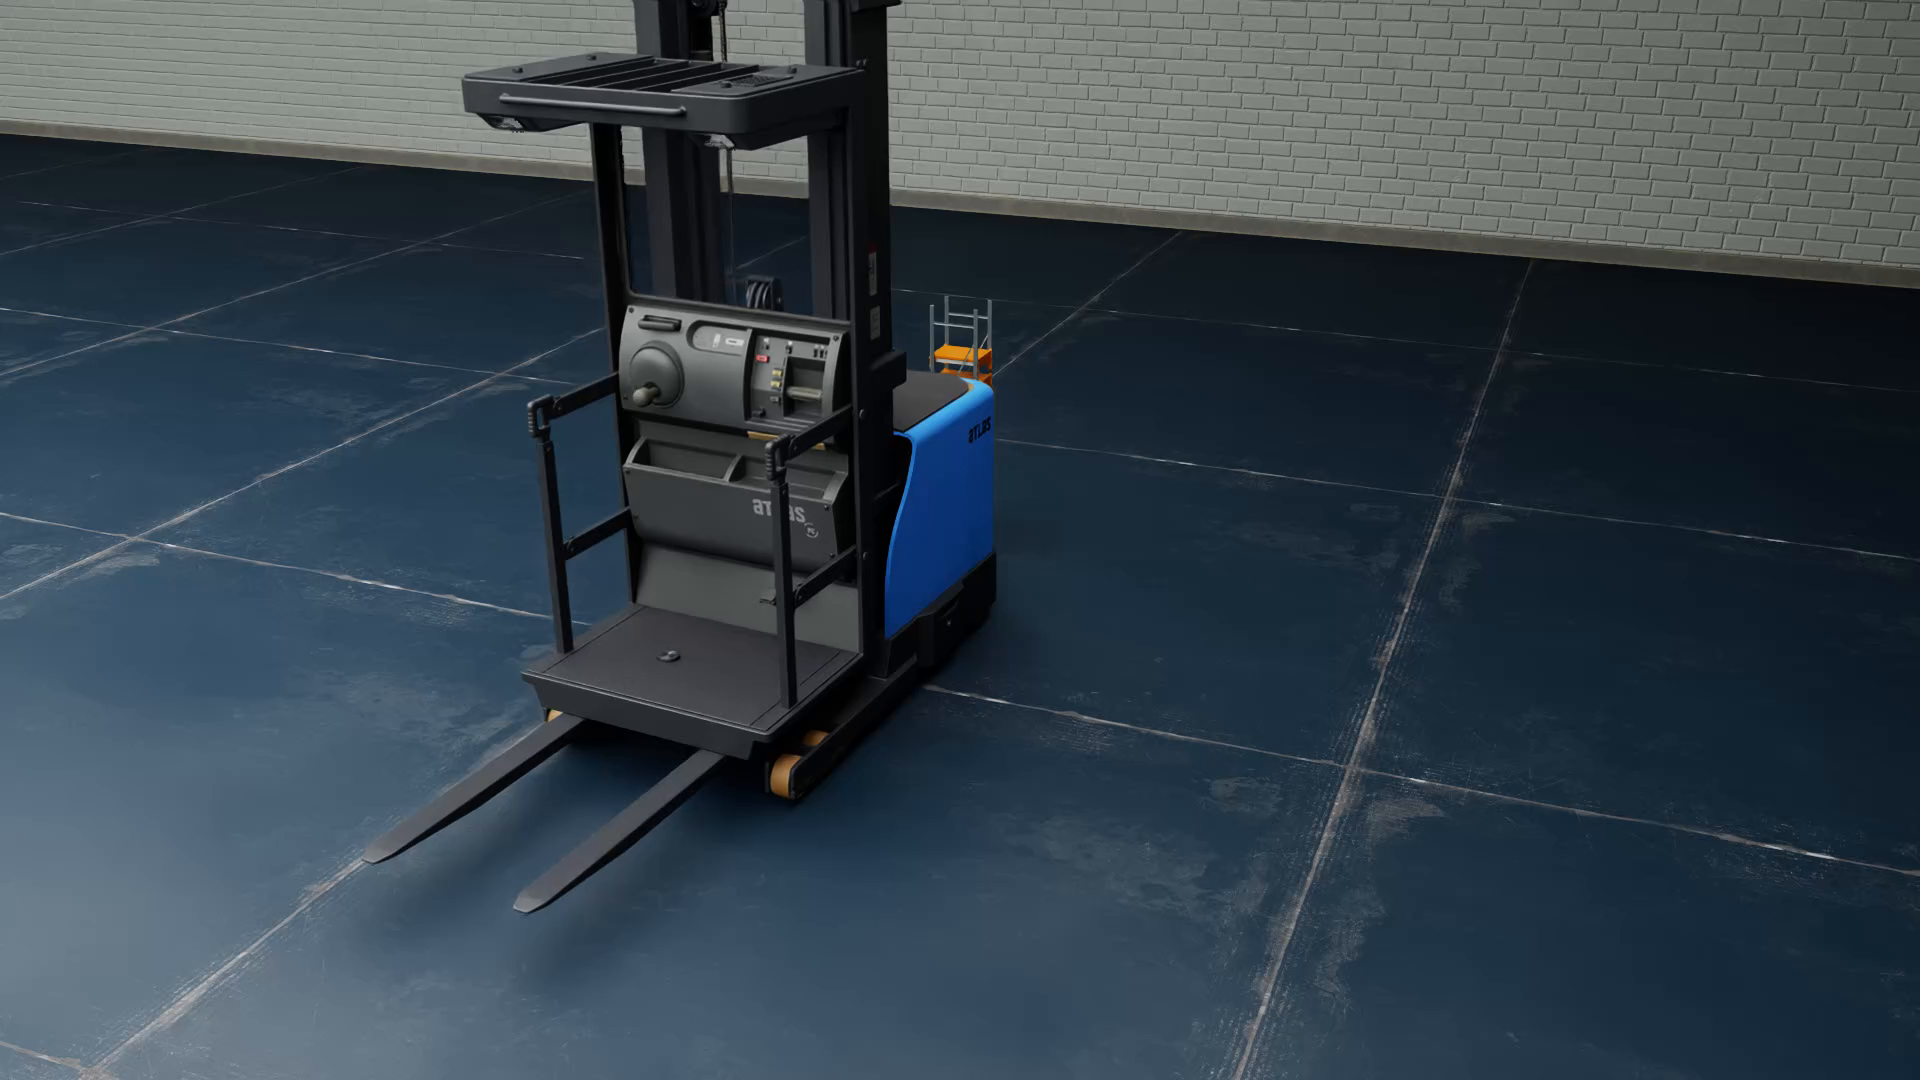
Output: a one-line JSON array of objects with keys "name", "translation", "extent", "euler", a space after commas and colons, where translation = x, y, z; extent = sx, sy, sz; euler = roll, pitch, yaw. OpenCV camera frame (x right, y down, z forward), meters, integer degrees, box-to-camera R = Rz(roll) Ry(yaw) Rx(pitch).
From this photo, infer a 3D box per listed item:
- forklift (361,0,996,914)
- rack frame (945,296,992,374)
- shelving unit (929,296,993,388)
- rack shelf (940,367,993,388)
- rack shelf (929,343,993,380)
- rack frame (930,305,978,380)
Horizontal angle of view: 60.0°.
[{"name": "forklift", "translation": [-0.937, -0.608, 5.902], "extent": [1.130, 2.935, 3.031], "euler": [11, 25, 24]}, {"name": "rack frame", "translation": [0.039, -0.592, 8.110], "extent": [0.240, 1.200, 0.006], "euler": [9, 24, 20]}, {"name": "shelving unit", "translation": [0.005, -0.559, 8.031], "extent": [0.258, 1.200, 0.189], "euler": [9, 24, 20]}, {"name": "rack shelf", "translation": [0.005, -0.739, 7.956], "extent": [0.258, 0.103, 0.180], "euler": [9, 24, 20]}, {"name": "rack shelf", "translation": [0.005, -0.850, 7.910], "extent": [0.258, 0.103, 0.180], "euler": [9, 24, 20]}, {"name": "rack frame", "translation": [-0.029, -0.526, 7.953], "extent": [0.240, 1.200, 0.006], "euler": [9, 24, 20]}]
